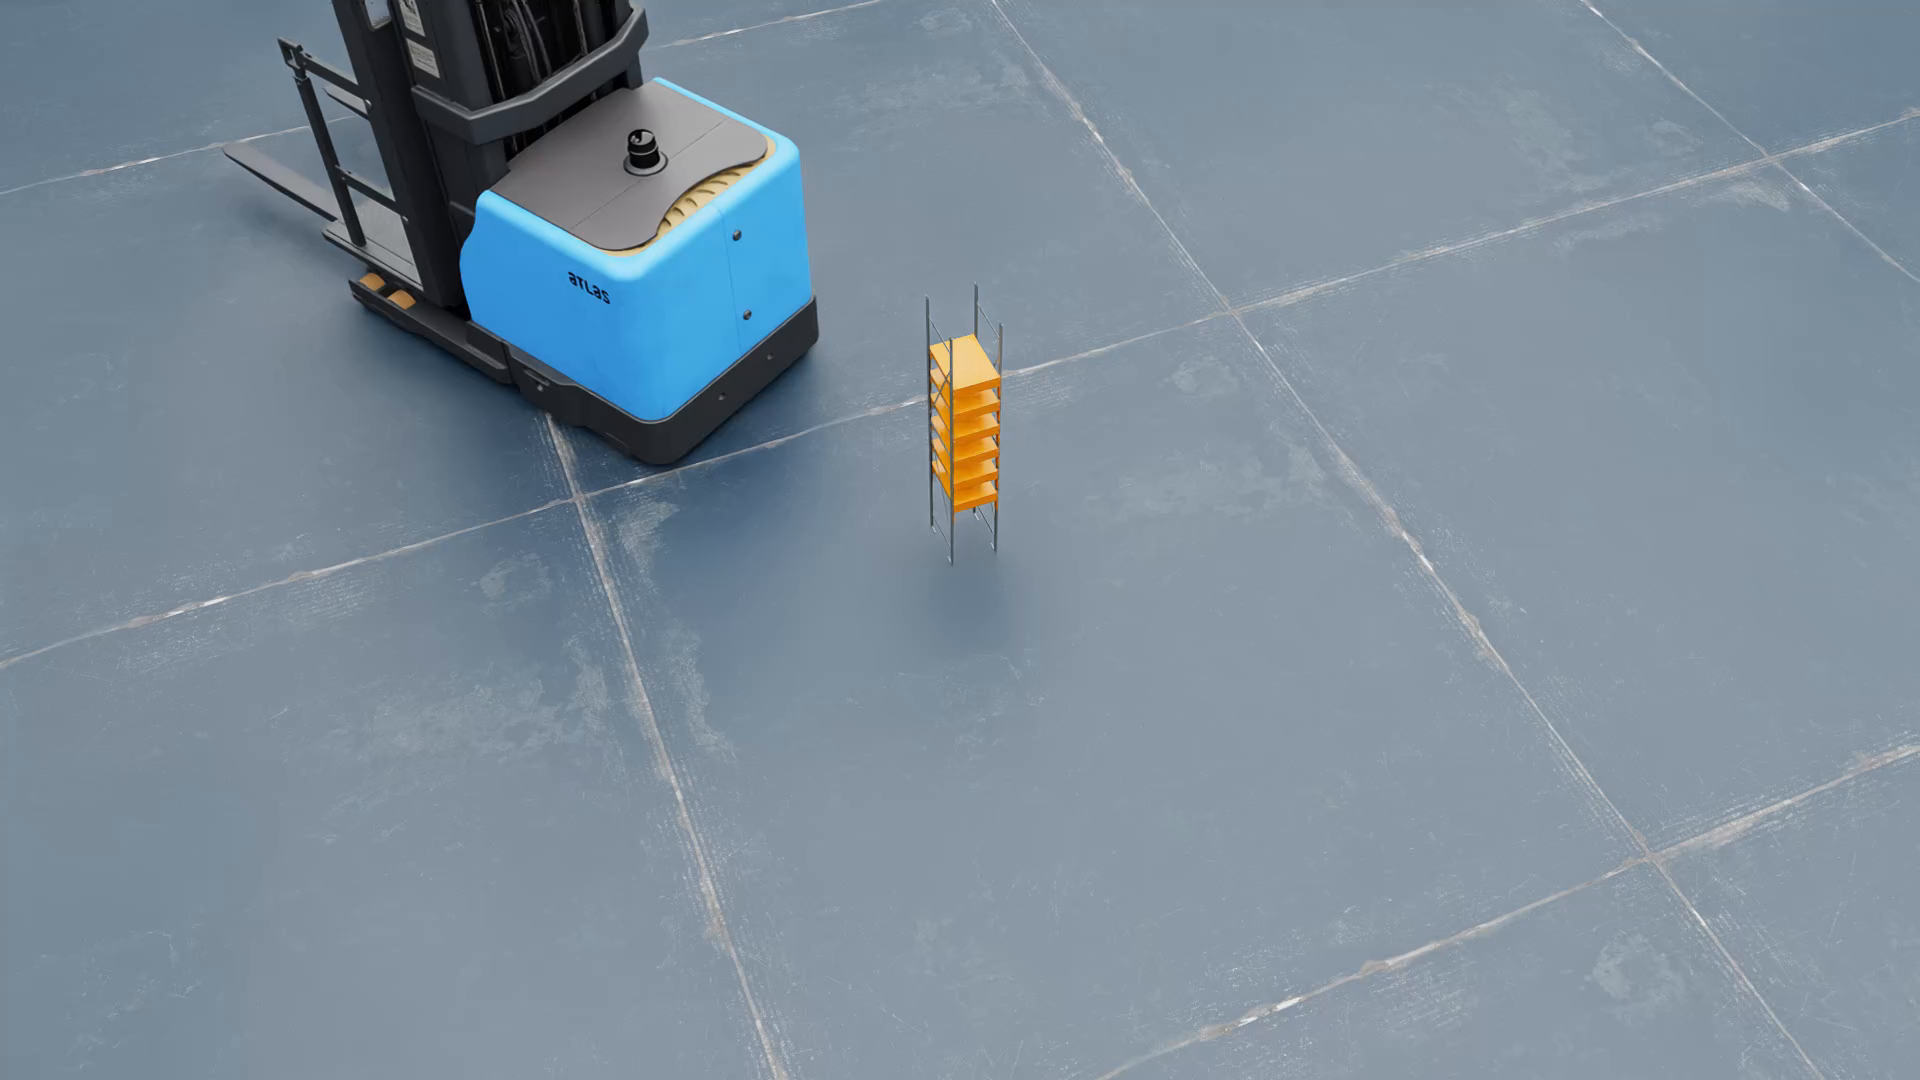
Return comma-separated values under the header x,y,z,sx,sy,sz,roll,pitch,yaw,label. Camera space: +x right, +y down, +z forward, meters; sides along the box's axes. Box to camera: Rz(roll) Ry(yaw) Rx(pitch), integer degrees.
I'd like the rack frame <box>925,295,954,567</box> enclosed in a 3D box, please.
x,y,z,sx,sy,sz,roll,pitch,yaw,label
-0.071,-0.369,6.117,0.006,1.200,0.240,-17,52,-14,rack frame

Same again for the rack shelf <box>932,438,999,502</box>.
x,y,z,sx,sy,sz,roll,pitch,yaw,label
0.013,-0.288,6.264,0.180,0.103,0.258,-17,52,-14,rack shelf

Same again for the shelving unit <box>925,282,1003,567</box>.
x,y,z,sx,sy,sz,roll,pitch,yaw,label
0.013,-0.395,6.139,0.189,1.200,0.258,-17,52,-14,shelving unit

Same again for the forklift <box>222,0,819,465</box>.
x,y,z,sx,sy,sz,roll,pitch,yaw,label
-2.099,-2.189,6.538,3.031,2.935,1.130,30,56,23,forklift

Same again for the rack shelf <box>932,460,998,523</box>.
x,y,z,sx,sy,sz,roll,pitch,yaw,label
0.013,-0.210,6.355,0.180,0.103,0.258,-17,52,-14,rack shelf

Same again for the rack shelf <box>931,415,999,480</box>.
x,y,z,sx,sy,sz,roll,pitch,yaw,label
0.013,-0.366,6.173,0.180,0.103,0.258,-17,52,-14,rack shelf

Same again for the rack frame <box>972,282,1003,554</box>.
x,y,z,sx,sy,sz,roll,pitch,yaw,label
0.098,-0.421,6.162,0.006,1.200,0.240,-17,52,-14,rack frame

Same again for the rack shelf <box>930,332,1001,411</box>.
x,y,z,sx,sy,sz,roll,pitch,yaw,label
0.013,-0.601,5.900,0.180,0.103,0.258,-17,52,-14,rack shelf

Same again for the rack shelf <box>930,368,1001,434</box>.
x,y,z,sx,sy,sz,roll,pitch,yaw,label
0.013,-0.522,5.991,0.180,0.103,0.258,-17,52,-14,rack shelf

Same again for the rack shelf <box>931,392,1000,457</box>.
x,y,z,sx,sy,sz,roll,pitch,yaw,label
0.013,-0.444,6.082,0.180,0.103,0.258,-17,52,-14,rack shelf
